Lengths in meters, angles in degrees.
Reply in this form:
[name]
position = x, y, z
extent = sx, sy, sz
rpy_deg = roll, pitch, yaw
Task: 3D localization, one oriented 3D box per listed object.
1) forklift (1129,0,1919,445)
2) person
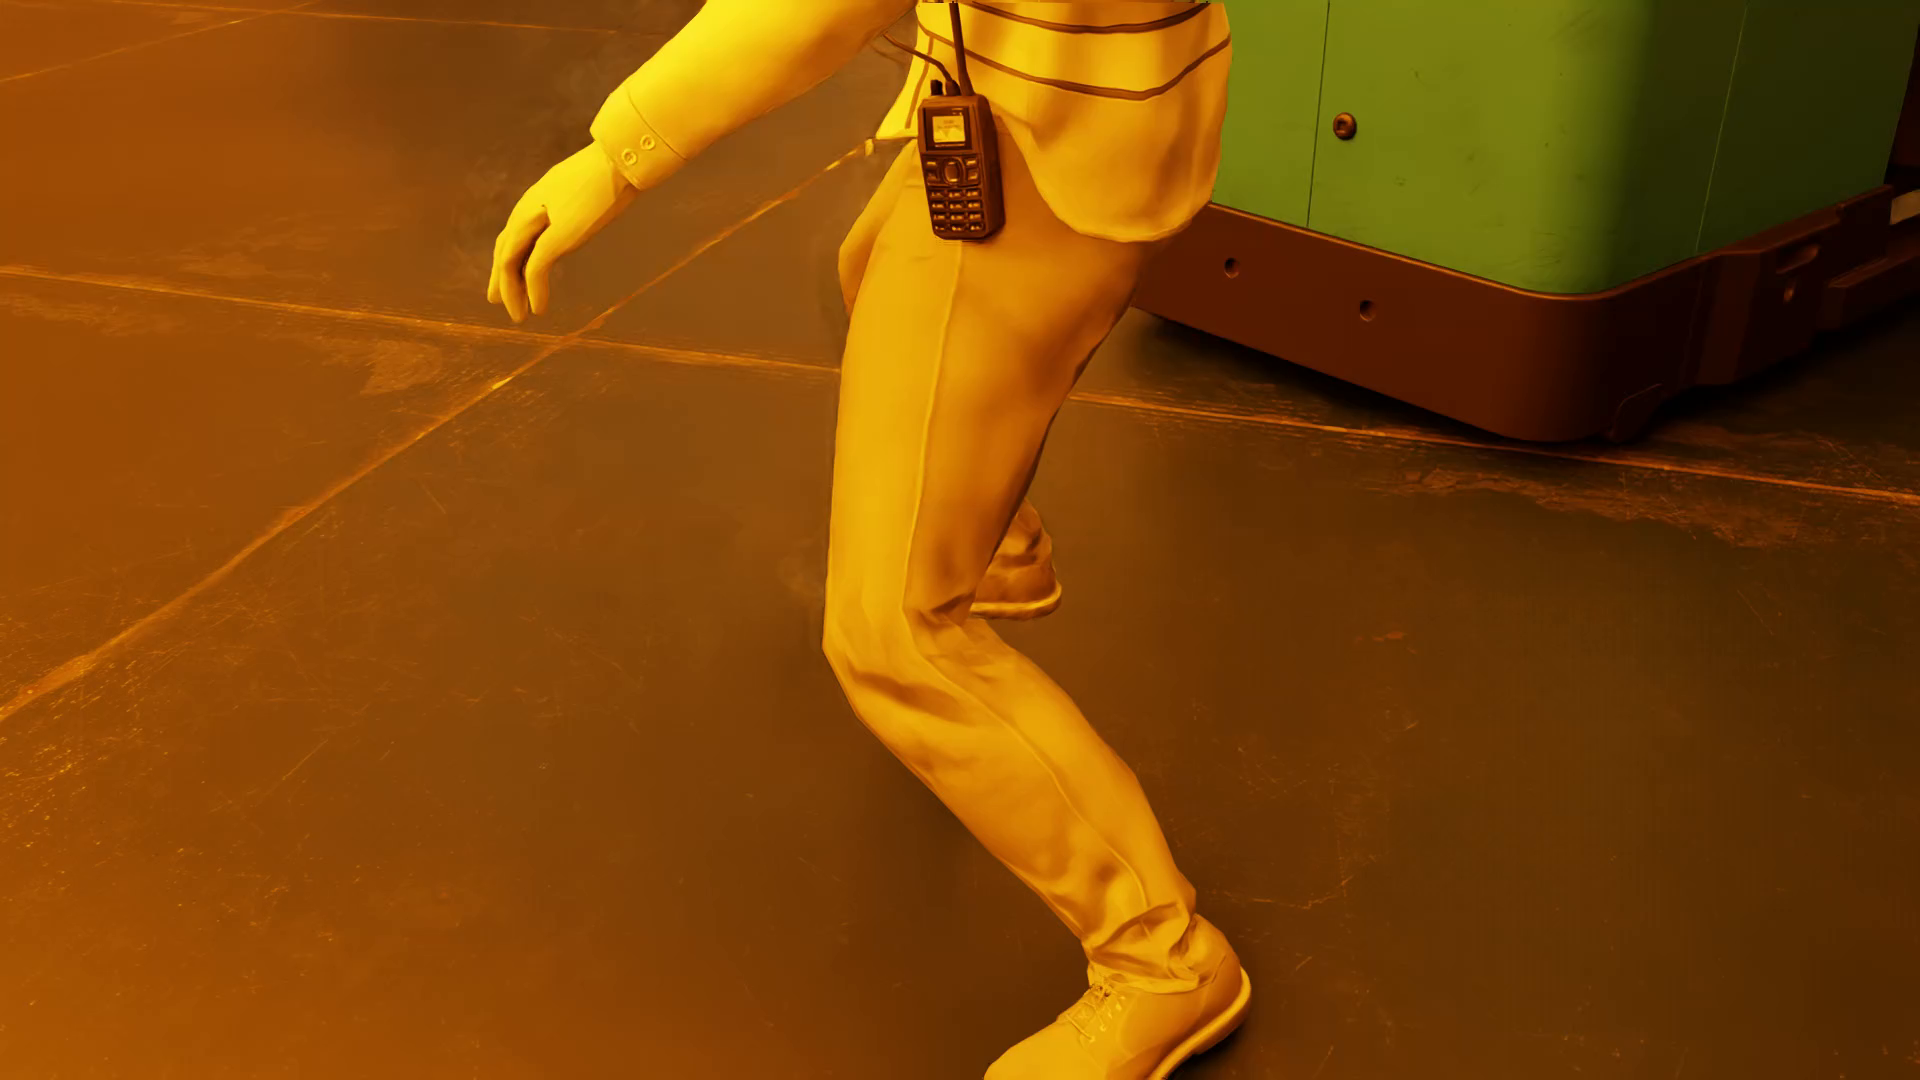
[forklift]
position = 1.744, -2.002, 3.200
extent = 3.031, 2.935, 1.130
rpy_deg = -21, 34, -35
[person]
position = 0.037, -0.336, 1.527
extent = 0.687, 1.545, 0.881
rpy_deg = 11, 29, 21
